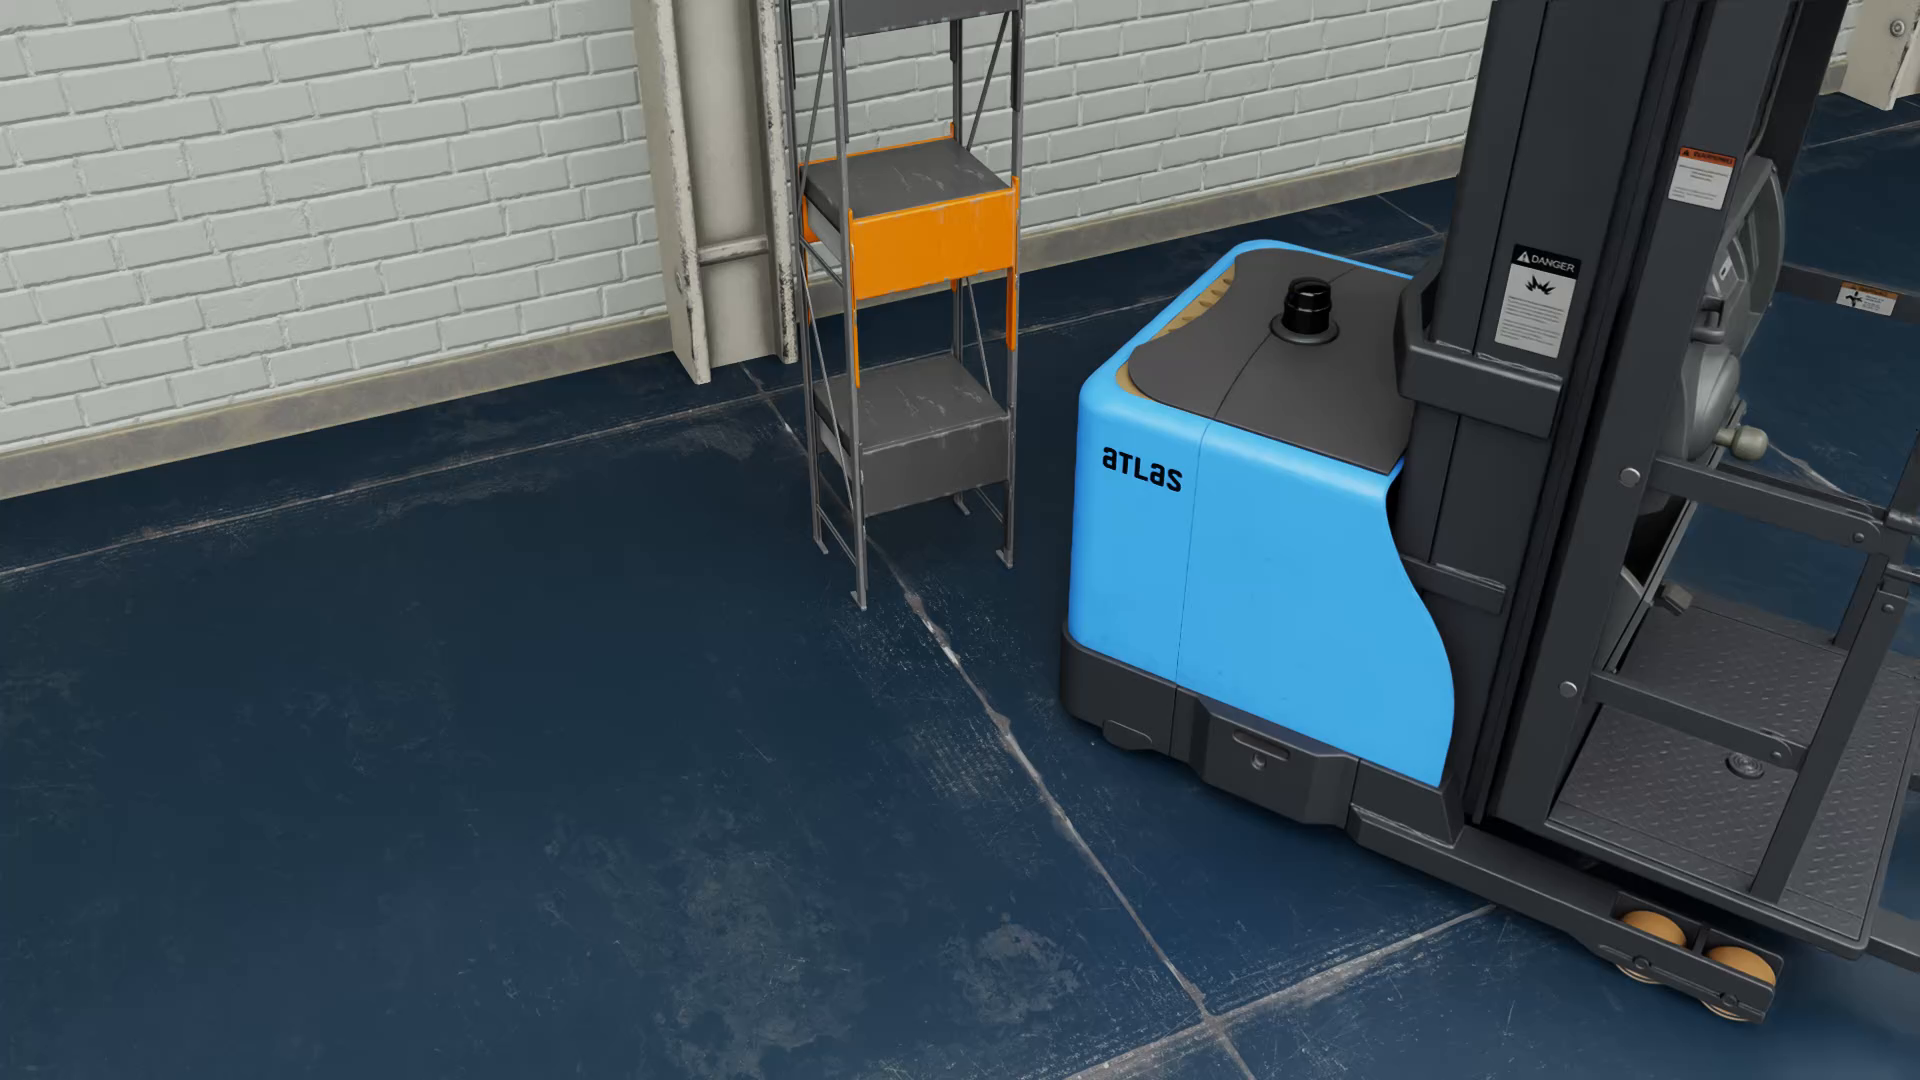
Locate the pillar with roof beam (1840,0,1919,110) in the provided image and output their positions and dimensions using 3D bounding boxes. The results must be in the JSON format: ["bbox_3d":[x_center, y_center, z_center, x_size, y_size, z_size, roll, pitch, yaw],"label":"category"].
[{"bbox_3d":[6.423,-3.505,2.422,0.400,9.000,9.100,-16,39,-20],"label":"pillar with roof beam"}]

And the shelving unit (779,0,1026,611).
[{"bbox_3d":[-0.150,-0.801,4.568,0.503,2.100,0.431,-16,39,-20],"label":"shelving unit"}]

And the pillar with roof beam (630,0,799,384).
[{"bbox_3d":[0.991,-1.986,0.374,0.400,9.000,9.100,-16,39,-20],"label":"pillar with roof beam"}]

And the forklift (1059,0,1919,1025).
[{"bbox_3d":[1.788,-0.451,3.398,3.031,2.935,1.130,21,41,26],"label":"forklift"}]

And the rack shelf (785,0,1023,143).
[{"bbox_3d":[-0.150,-1.353,4.159,0.480,0.518,0.431,-16,39,-20],"label":"rack shelf"}]

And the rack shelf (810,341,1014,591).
[{"bbox_3d":[-0.150,-0.228,4.993,0.480,0.518,0.431,-16,39,-20],"label":"rack shelf"}]

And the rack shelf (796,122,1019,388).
[{"bbox_3d":[-0.150,-0.790,4.576,0.480,0.518,0.431,-16,39,-20],"label":"rack shelf"}]

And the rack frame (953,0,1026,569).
[{"bbox_3d":[0.071,-0.863,4.651,0.015,2.100,0.400,-16,39,-20],"label":"rack frame"}]

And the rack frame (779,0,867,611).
[{"bbox_3d":[-0.371,-0.740,4.485,0.015,2.100,0.400,-16,39,-20],"label":"rack frame"}]
